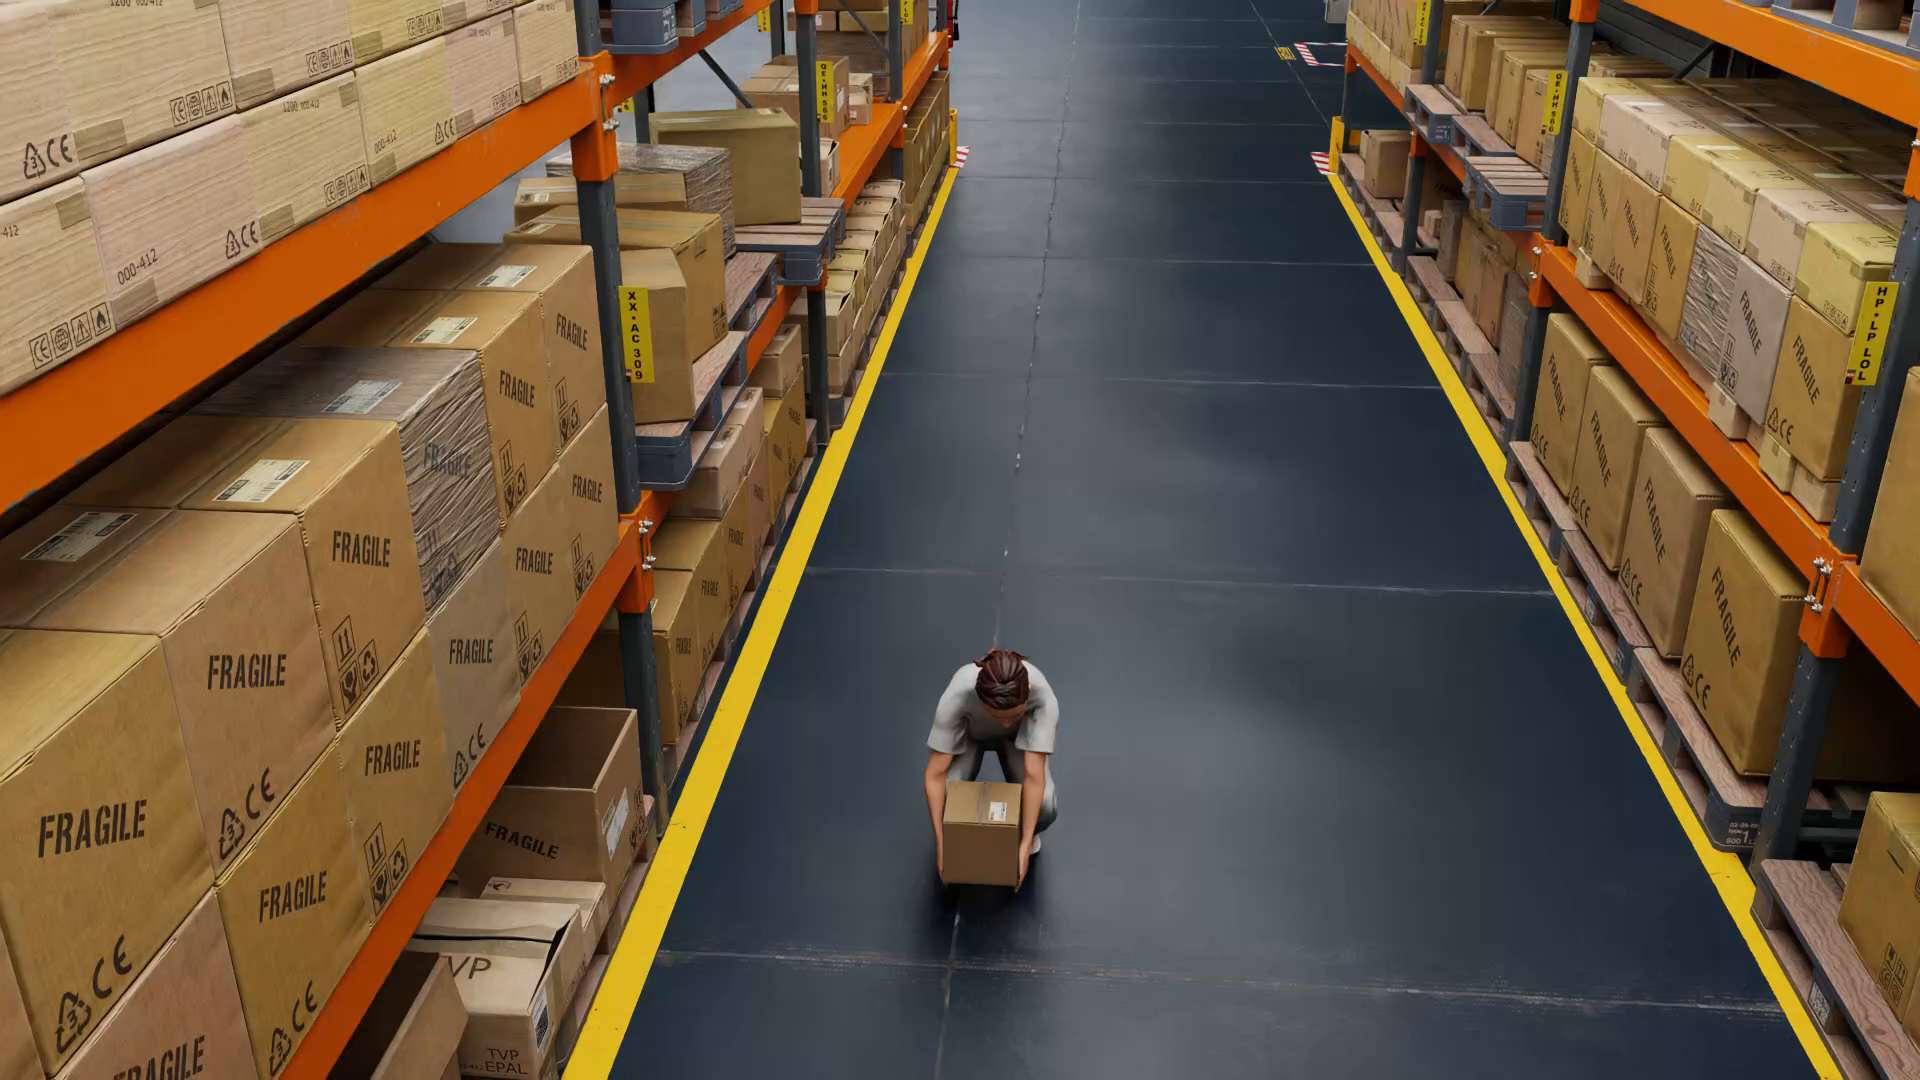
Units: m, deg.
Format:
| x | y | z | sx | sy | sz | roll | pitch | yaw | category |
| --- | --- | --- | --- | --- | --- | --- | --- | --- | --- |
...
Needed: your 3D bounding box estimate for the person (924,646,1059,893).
| x | y | z | sx | sy | sz | roll | pitch | yaw | category |
| --- | --- | --- | --- | --- | --- | --- | --- | --- | --- |
| 0.119 | 0.738 | 5.888 | 0.467 | 0.943 | 0.807 | 2 | 25 | 3 | person |
